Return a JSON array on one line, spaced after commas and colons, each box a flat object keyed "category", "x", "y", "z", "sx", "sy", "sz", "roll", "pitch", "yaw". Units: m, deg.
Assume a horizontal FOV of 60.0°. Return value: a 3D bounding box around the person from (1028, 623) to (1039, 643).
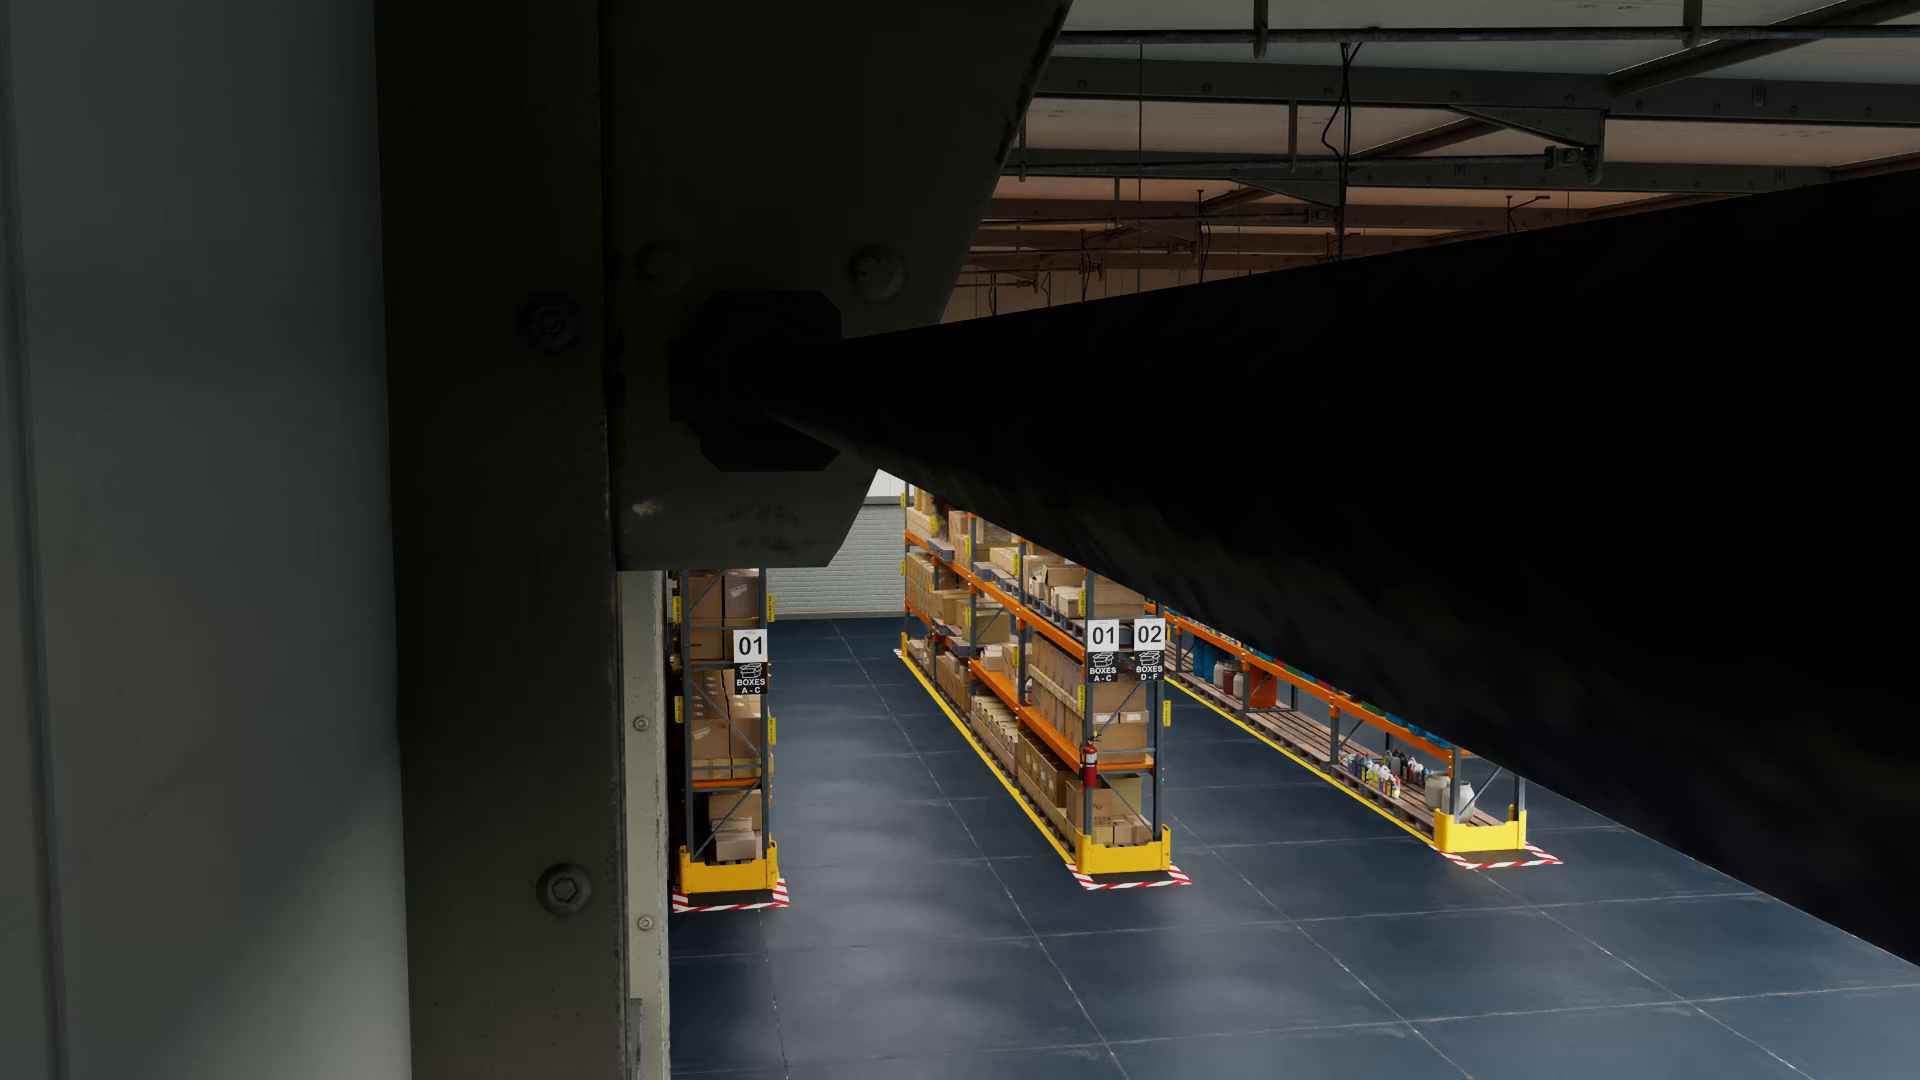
[{"category": "person", "x": 1.553, "y": 1.582, "z": 34.624, "sx": 0.646, "sy": 1.835, "sz": 0.860, "roll": -3, "pitch": 6, "yaw": -24}]
